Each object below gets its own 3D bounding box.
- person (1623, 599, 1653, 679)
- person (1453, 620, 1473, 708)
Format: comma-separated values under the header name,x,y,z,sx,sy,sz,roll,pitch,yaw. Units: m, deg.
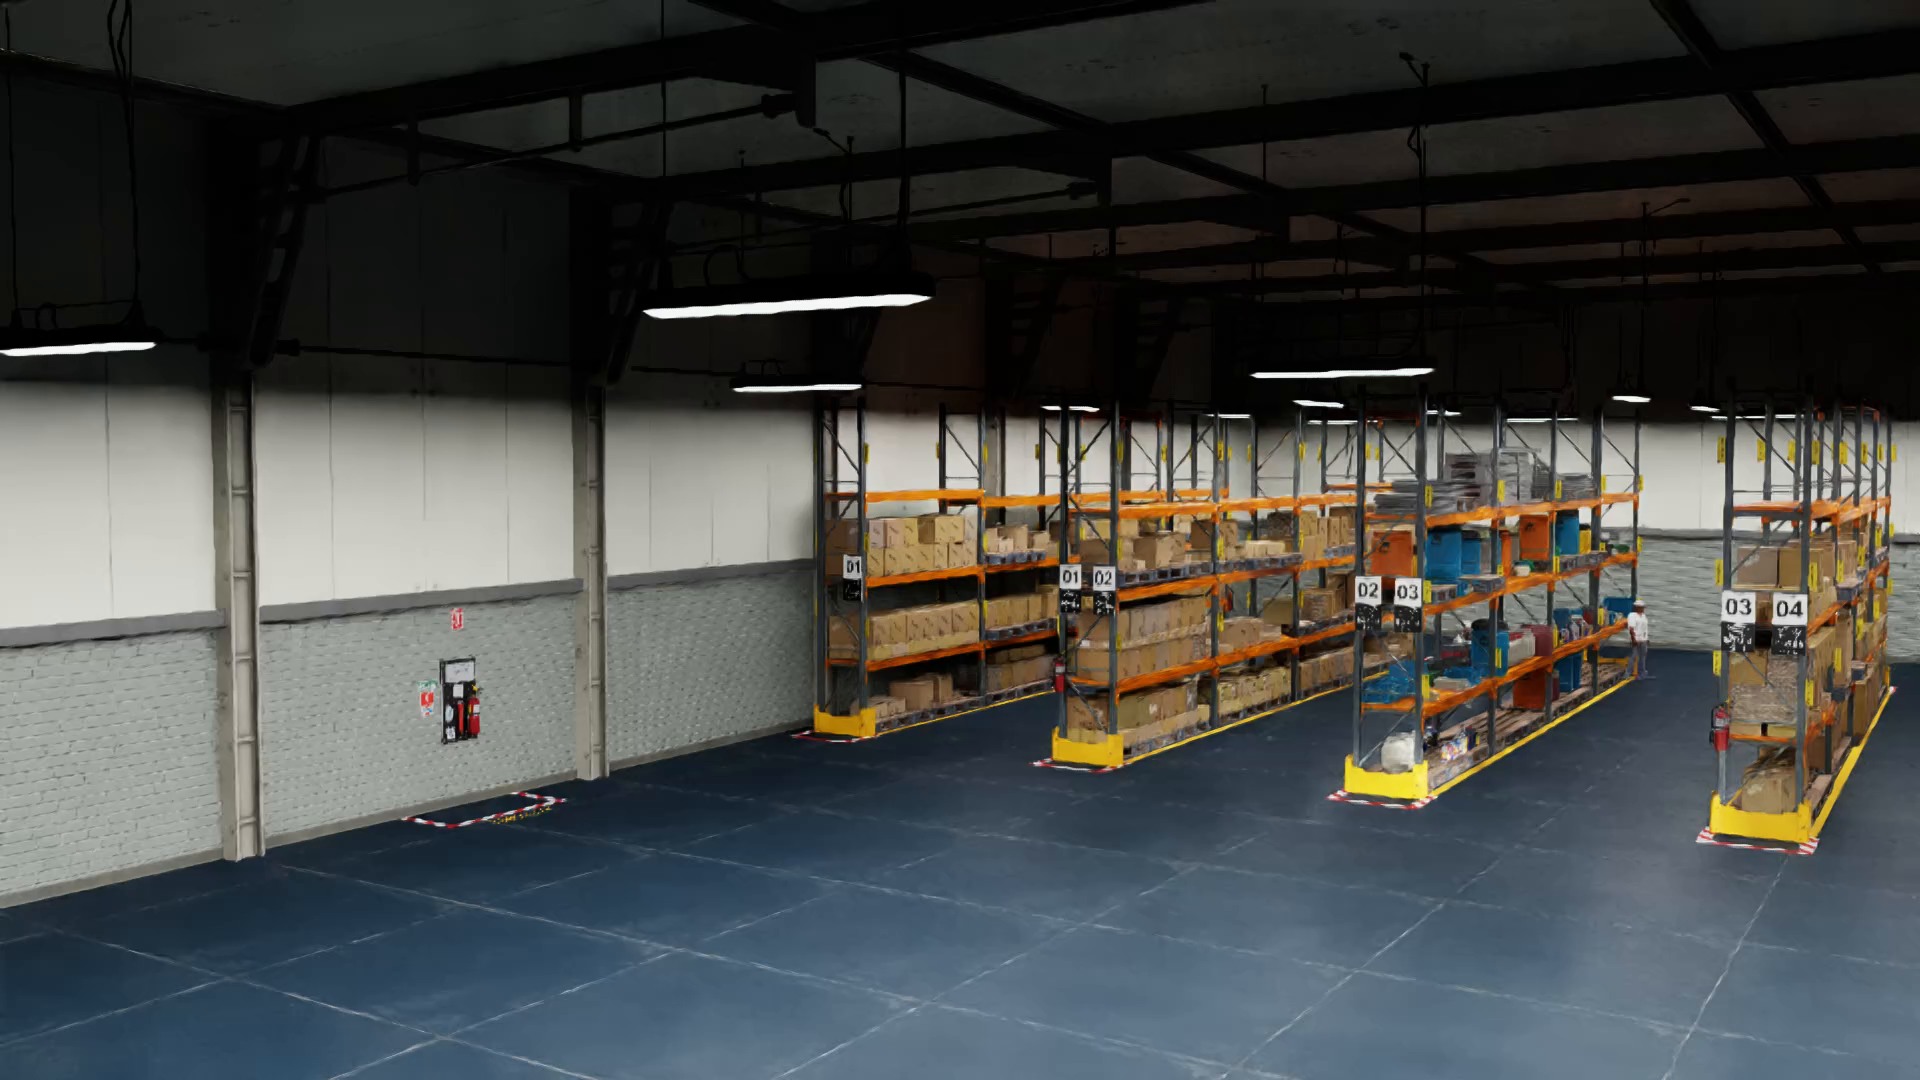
name,x,y,z,sx,sy,sz,roll,pitch,yaw
person,14.922,2.188,36.598,0.709,1.767,0.403,-2,3,-30
person,10.024,2.423,32.830,0.680,1.709,0.866,2,4,38
